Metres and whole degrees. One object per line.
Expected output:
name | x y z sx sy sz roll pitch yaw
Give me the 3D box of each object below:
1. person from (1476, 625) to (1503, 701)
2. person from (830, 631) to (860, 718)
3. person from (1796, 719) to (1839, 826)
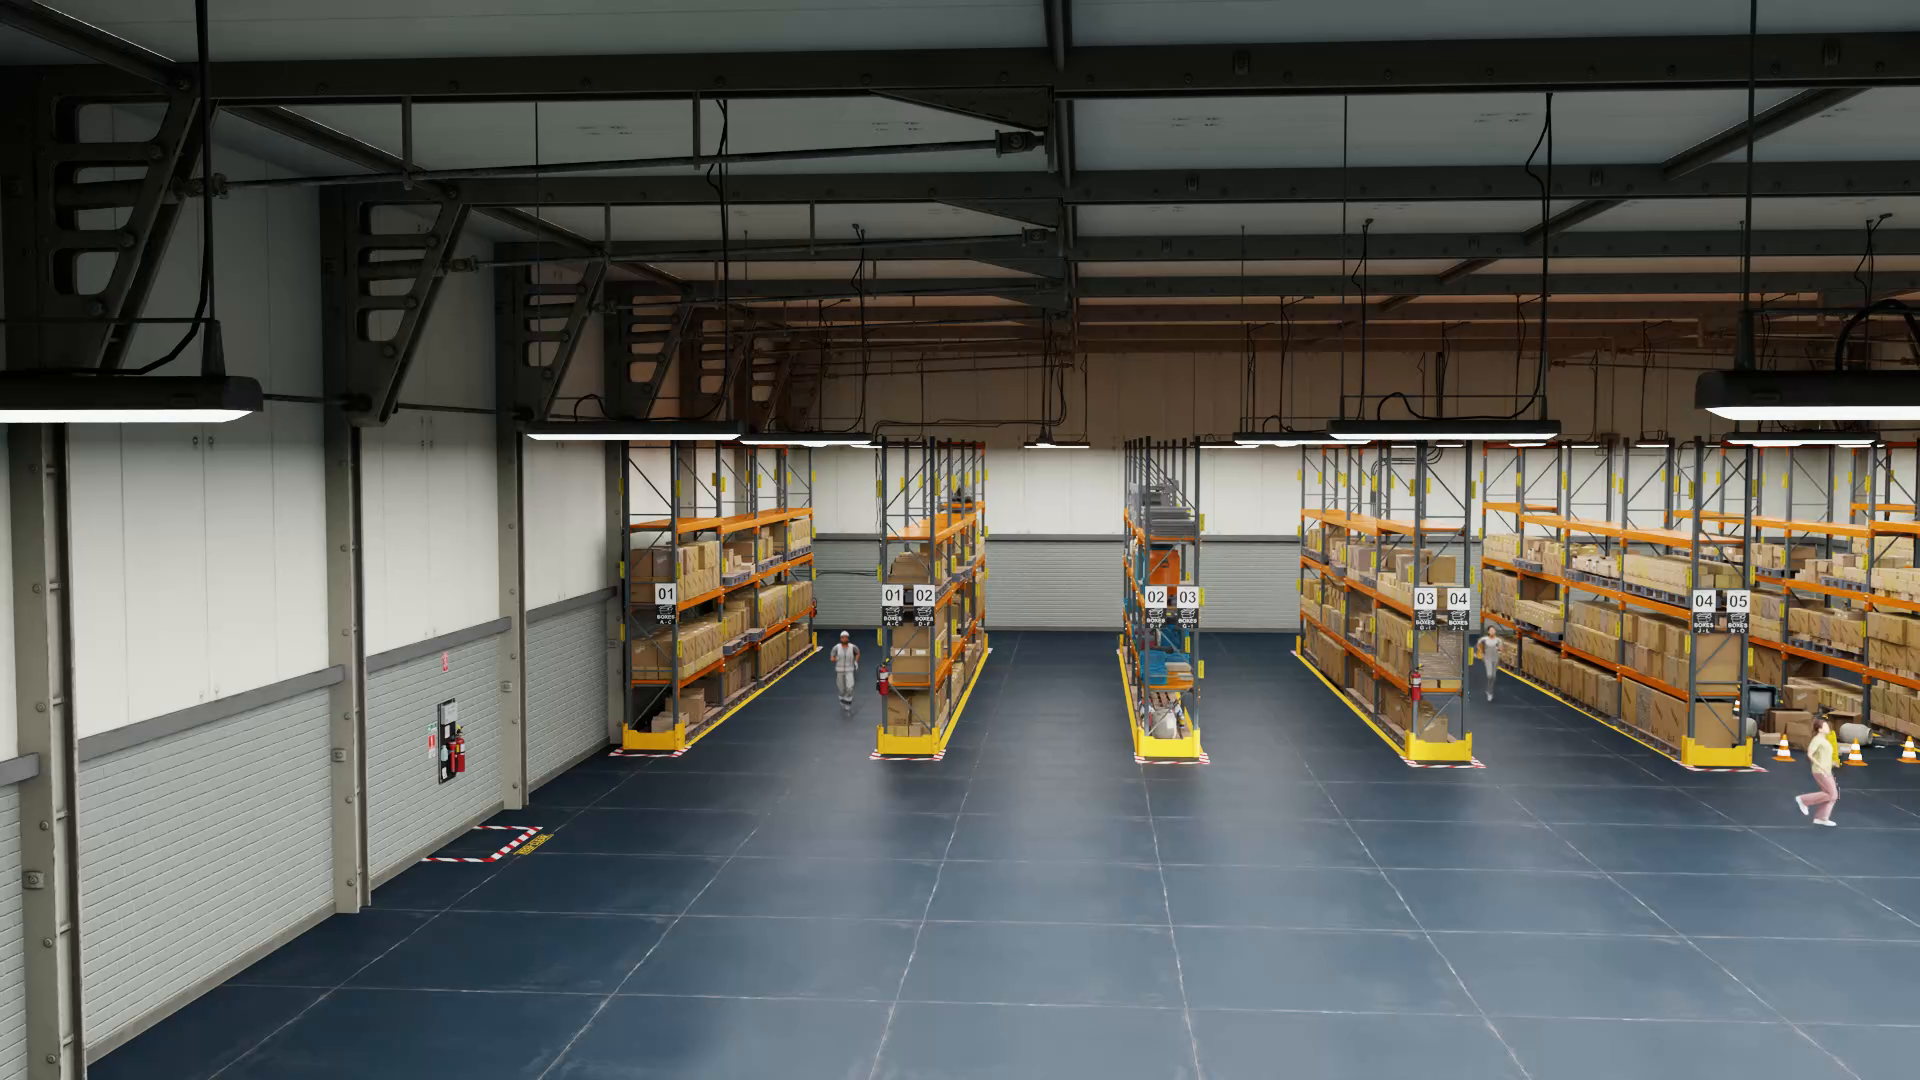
person | 12.257 2.832 38.405 0.546 1.723 0.712 0 3 -1
person | -2.492 2.890 36.000 0.637 1.837 0.758 0 3 -2
person | 13.154 3.550 25.487 0.565 1.627 0.581 2 4 36
